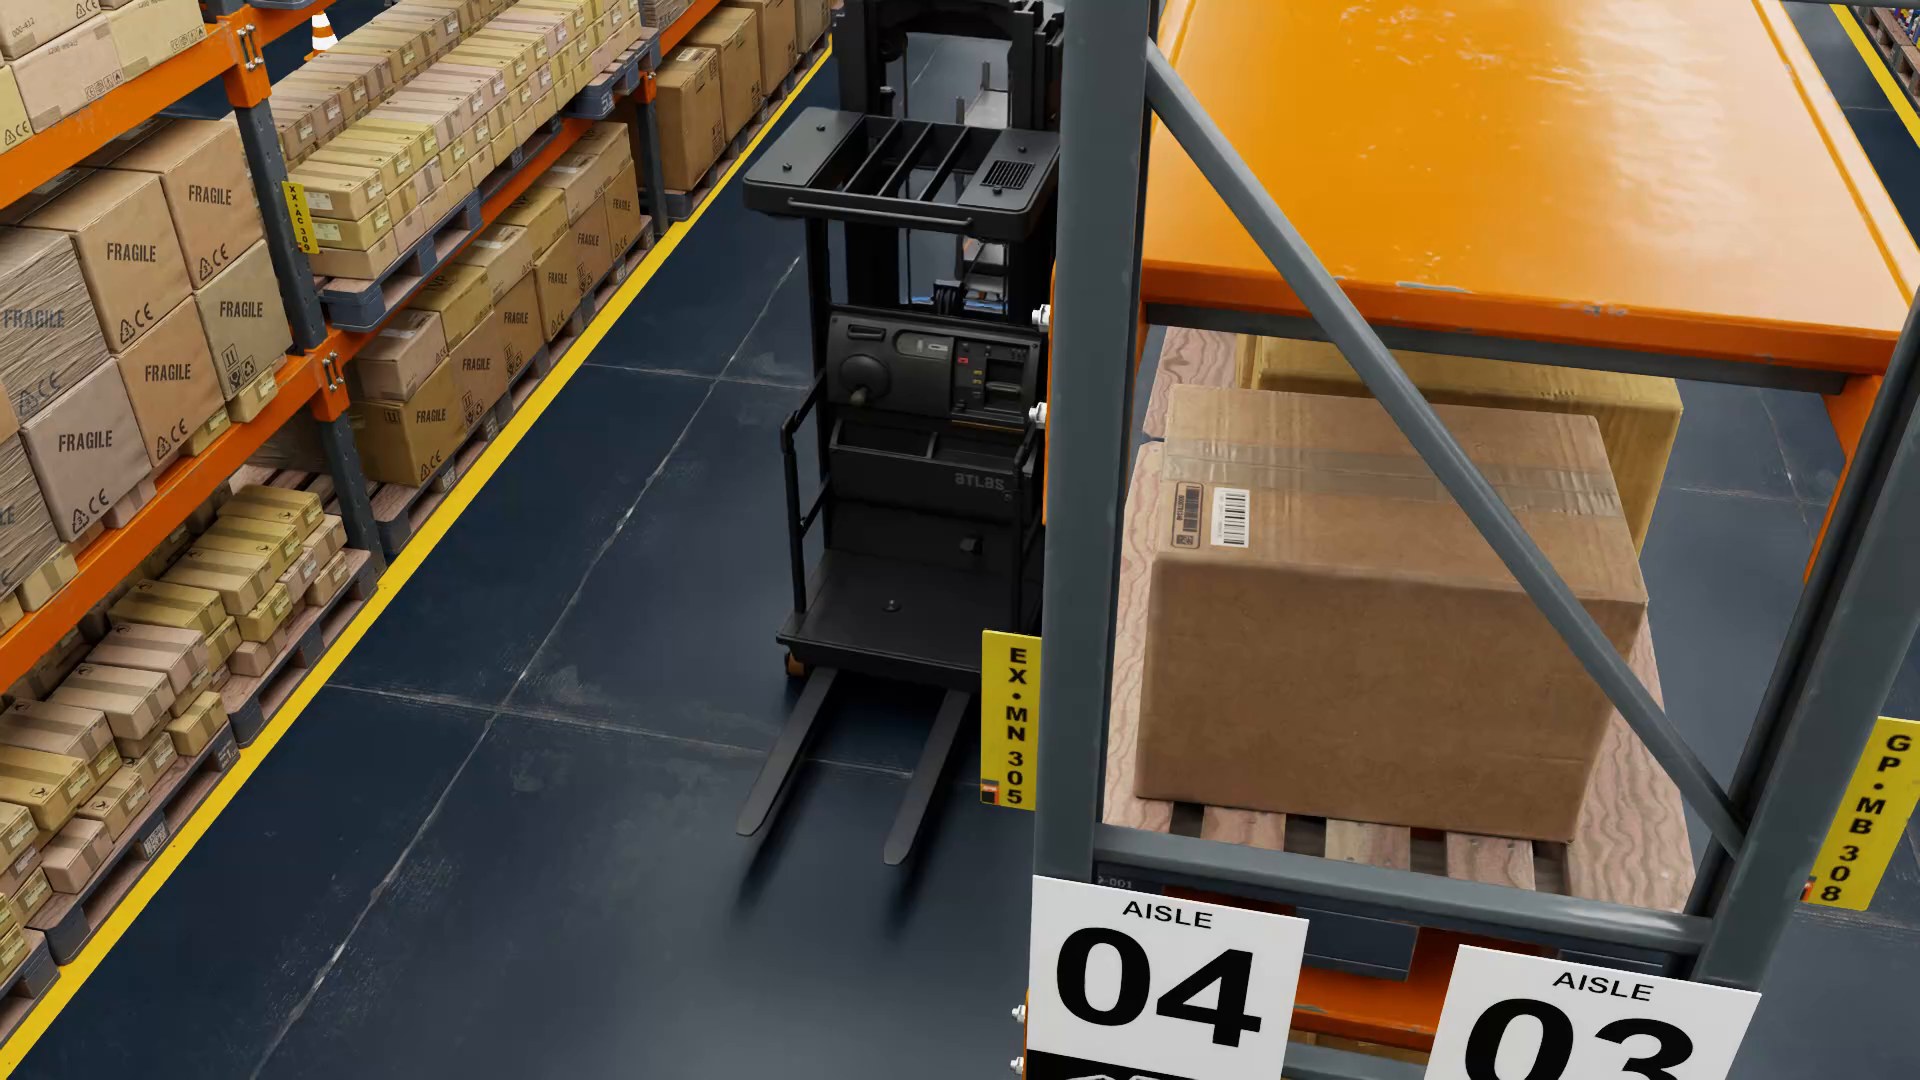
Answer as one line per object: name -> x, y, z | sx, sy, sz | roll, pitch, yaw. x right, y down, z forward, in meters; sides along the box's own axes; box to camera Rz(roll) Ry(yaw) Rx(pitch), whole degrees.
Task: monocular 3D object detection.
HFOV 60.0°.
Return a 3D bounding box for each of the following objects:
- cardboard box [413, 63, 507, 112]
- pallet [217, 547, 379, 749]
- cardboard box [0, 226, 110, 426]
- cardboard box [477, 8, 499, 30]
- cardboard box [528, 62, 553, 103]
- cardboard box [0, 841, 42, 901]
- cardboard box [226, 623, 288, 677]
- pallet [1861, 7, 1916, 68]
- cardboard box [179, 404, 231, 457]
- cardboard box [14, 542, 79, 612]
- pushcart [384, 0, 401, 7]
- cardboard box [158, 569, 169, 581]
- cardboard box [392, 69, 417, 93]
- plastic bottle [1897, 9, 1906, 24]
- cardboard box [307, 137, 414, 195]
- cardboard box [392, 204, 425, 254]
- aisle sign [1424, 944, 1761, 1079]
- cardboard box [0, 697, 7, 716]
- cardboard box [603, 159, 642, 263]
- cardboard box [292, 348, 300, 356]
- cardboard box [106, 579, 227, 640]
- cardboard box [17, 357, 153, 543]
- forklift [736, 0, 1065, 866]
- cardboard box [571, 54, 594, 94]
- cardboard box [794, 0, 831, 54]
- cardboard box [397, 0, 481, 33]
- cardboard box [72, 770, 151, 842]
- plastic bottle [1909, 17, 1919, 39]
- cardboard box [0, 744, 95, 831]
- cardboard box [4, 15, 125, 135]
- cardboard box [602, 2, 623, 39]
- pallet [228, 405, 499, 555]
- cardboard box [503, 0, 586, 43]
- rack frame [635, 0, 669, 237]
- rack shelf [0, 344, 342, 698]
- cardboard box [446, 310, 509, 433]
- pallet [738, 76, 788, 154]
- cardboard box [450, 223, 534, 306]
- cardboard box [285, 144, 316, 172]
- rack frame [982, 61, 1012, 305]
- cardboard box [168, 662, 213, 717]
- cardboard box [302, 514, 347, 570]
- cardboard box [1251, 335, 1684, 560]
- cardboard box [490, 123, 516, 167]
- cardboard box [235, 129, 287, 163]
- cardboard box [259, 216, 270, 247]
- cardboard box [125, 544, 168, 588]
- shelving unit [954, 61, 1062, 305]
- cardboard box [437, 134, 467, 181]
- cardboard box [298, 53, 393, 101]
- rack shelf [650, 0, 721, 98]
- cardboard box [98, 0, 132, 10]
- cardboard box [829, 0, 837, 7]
cardboard box -> -2.554, -2.313, 8.505 | 0.380, 0.149, 0.250 | 9, 37, 12
pallet -> -3.472, 0.424, 7.755 | 1.003, 0.211, 1.213 | 7, 37, 10
cardboard box -> -3.427, -0.768, 5.833 | 0.500, 0.500, 0.500 | 8, 37, 11
cardboard box -> -2.917, -3.015, 9.727 | 0.380, 0.149, 0.250 | 6, 36, 9
cardboard box -> -2.442, -2.496, 9.011 | 0.380, 0.149, 0.250 | 8, 37, 11
cardboard box -> -3.650, 1.196, 6.132 | 0.380, 0.149, 0.250 | 6, 36, 8
cardboard box -> -3.244, 0.456, 7.407 | 0.380, 0.149, 0.250 | 6, 36, 8
pallet -> 8.451, -4.332, 14.318 | 1.003, 0.211, 1.213 | 7, 37, 10
cardboard box -> -3.259, -0.492, 6.857 | 0.380, 0.149, 0.250 | 9, 37, 12
cardboard box -> -3.459, 0.106, 6.032 | 0.380, 0.149, 0.250 | 8, 37, 11
pushcart -> -4.273, -4.924, 14.993 | 1.648, 0.377, 0.936 | -5, 36, -6
cardboard box -> -3.736, 0.238, 7.454 | 0.380, 0.149, 0.250 | 7, 37, 10
cardboard box -> -3.135, -2.430, 8.920 | 0.380, 0.149, 0.250 | 9, 37, 12
plastic bottle -> 8.098, -4.550, 14.192 | 0.097, 0.271, 0.097 | 0, 36, 0
cardboard box -> -2.776, -1.732, 7.703 | 0.380, 0.149, 0.250 | 8, 37, 11
cardboard box -> -2.776, -1.490, 7.877 | 0.380, 0.149, 0.250 | 8, 37, 11
aisle sign -> 0.885, 0.905, 2.500 | 0.394, 0.787, 0.004 | 7, 37, 10
cardboard box -> -3.997, 0.714, 6.544 | 0.380, 0.149, 0.250 | 7, 37, 10
cardboard box -> -2.394, -2.135, 10.682 | 0.500, 0.500, 0.500 | 7, 37, 10
cardboard box -> -3.451, -1.014, 8.497 | 0.500, 0.250, 0.500 | 6, 36, 9
cardboard box -> -3.378, 0.320, 7.087 | 0.380, 0.149, 0.250 | 8, 37, 11
cardboard box -> -3.410, -0.360, 6.122 | 0.500, 0.500, 0.500 | 7, 37, 10
forklift -> -0.171, -0.659, 6.932 | 1.130, 2.935, 3.031 | 9, 37, 12
cardboard box -> -2.331, -2.683, 9.522 | 0.380, 0.149, 0.250 | 7, 36, 9
cardboard box -> -1.699, -4.572, 13.832 | 1.050, 0.750, 0.750 | 7, 37, 10
cardboard box -> -2.965, -3.010, 9.466 | 0.380, 0.149, 0.250 | 6, 36, 8
cardboard box -> -3.475, 1.035, 6.608 | 0.380, 0.149, 0.250 | 7, 37, 10
plastic bottle -> 8.012, -4.289, 13.892 | 0.097, 0.201, 0.097 | 0, 36, 0
cardboard box -> -3.511, 0.928, 6.249 | 0.380, 0.149, 0.250 | 8, 37, 11
cardboard box -> -3.322, -1.648, 5.810 | 0.500, 0.250, 0.500 | 7, 37, 10
cardboard box -> -2.224, -3.083, 9.820 | 0.380, 0.149, 0.250 | 9, 37, 12
pallet -> -3.198, -0.412, 8.908 | 1.003, 0.211, 1.213 | 7, 37, 10
cardboard box -> -2.330, -2.911, 9.329 | 0.380, 0.149, 0.250 | 8, 37, 11
rack frame -> -2.508, -3.387, 10.638 | 1.000, 3.000, 0.127 | 7, 37, 10
rack shelf -> -3.790, 0.344, 6.103 | 1.077, 0.370, 4.000 | 7, 37, 10
cardboard box -> -2.834, -0.946, 9.041 | 0.500, 0.500, 0.500 | 9, 37, 12
pallet -> -2.004, -3.398, 13.029 | 1.003, 0.211, 1.213 | 7, 37, 10
cardboard box -> -2.722, -1.544, 9.227 | 0.500, 0.250, 0.500 | 9, 37, 12
cardboard box -> -3.360, -1.829, 8.090 | 0.380, 0.149, 0.250 | 9, 37, 12
rack frame -> 0.303, -1.477, 8.769 | 0.400, 2.100, 0.015 | 9, 37, 12
cardboard box -> -3.390, 0.583, 6.978 | 0.380, 0.149, 0.250 | 8, 37, 11
cardboard box -> -3.119, -0.010, 7.796 | 0.380, 0.149, 0.250 | 8, 37, 11
cardboard box -> 0.903, -0.199, 3.155 | 0.700, 0.500, 0.500 | 6, 36, 8
cardboard box -> -2.556, -2.080, 8.690 | 0.380, 0.149, 0.250 | 7, 36, 9
cardboard box -> -3.411, -1.812, 7.814 | 0.380, 0.149, 0.250 | 6, 36, 9
cardboard box -> -3.471, -1.415, 7.773 | 0.380, 0.149, 0.250 | 7, 36, 9
cardboard box -> -3.761, 0.122, 7.360 | 0.380, 0.149, 0.250 | 7, 36, 9
shelving unit -> 0.241, -1.339, 8.578 | 0.431, 2.100, 0.503 | 9, 37, 12
cardboard box -> -2.666, -1.897, 8.184 | 0.380, 0.149, 0.250 | 6, 36, 8
cardboard box -> -3.189, -2.405, 8.632 | 0.380, 0.149, 0.250 | 6, 36, 8
rack shelf -> -2.081, -4.243, 12.431 | 1.077, 0.370, 4.000 | 7, 37, 10
cardboard box -> -3.213, -2.154, 6.082 | 0.500, 0.250, 0.500 | 6, 36, 8
cardboard box -> -1.451, -5.342, 14.787 | 0.875, 0.875, 0.875 | 8, 37, 11
